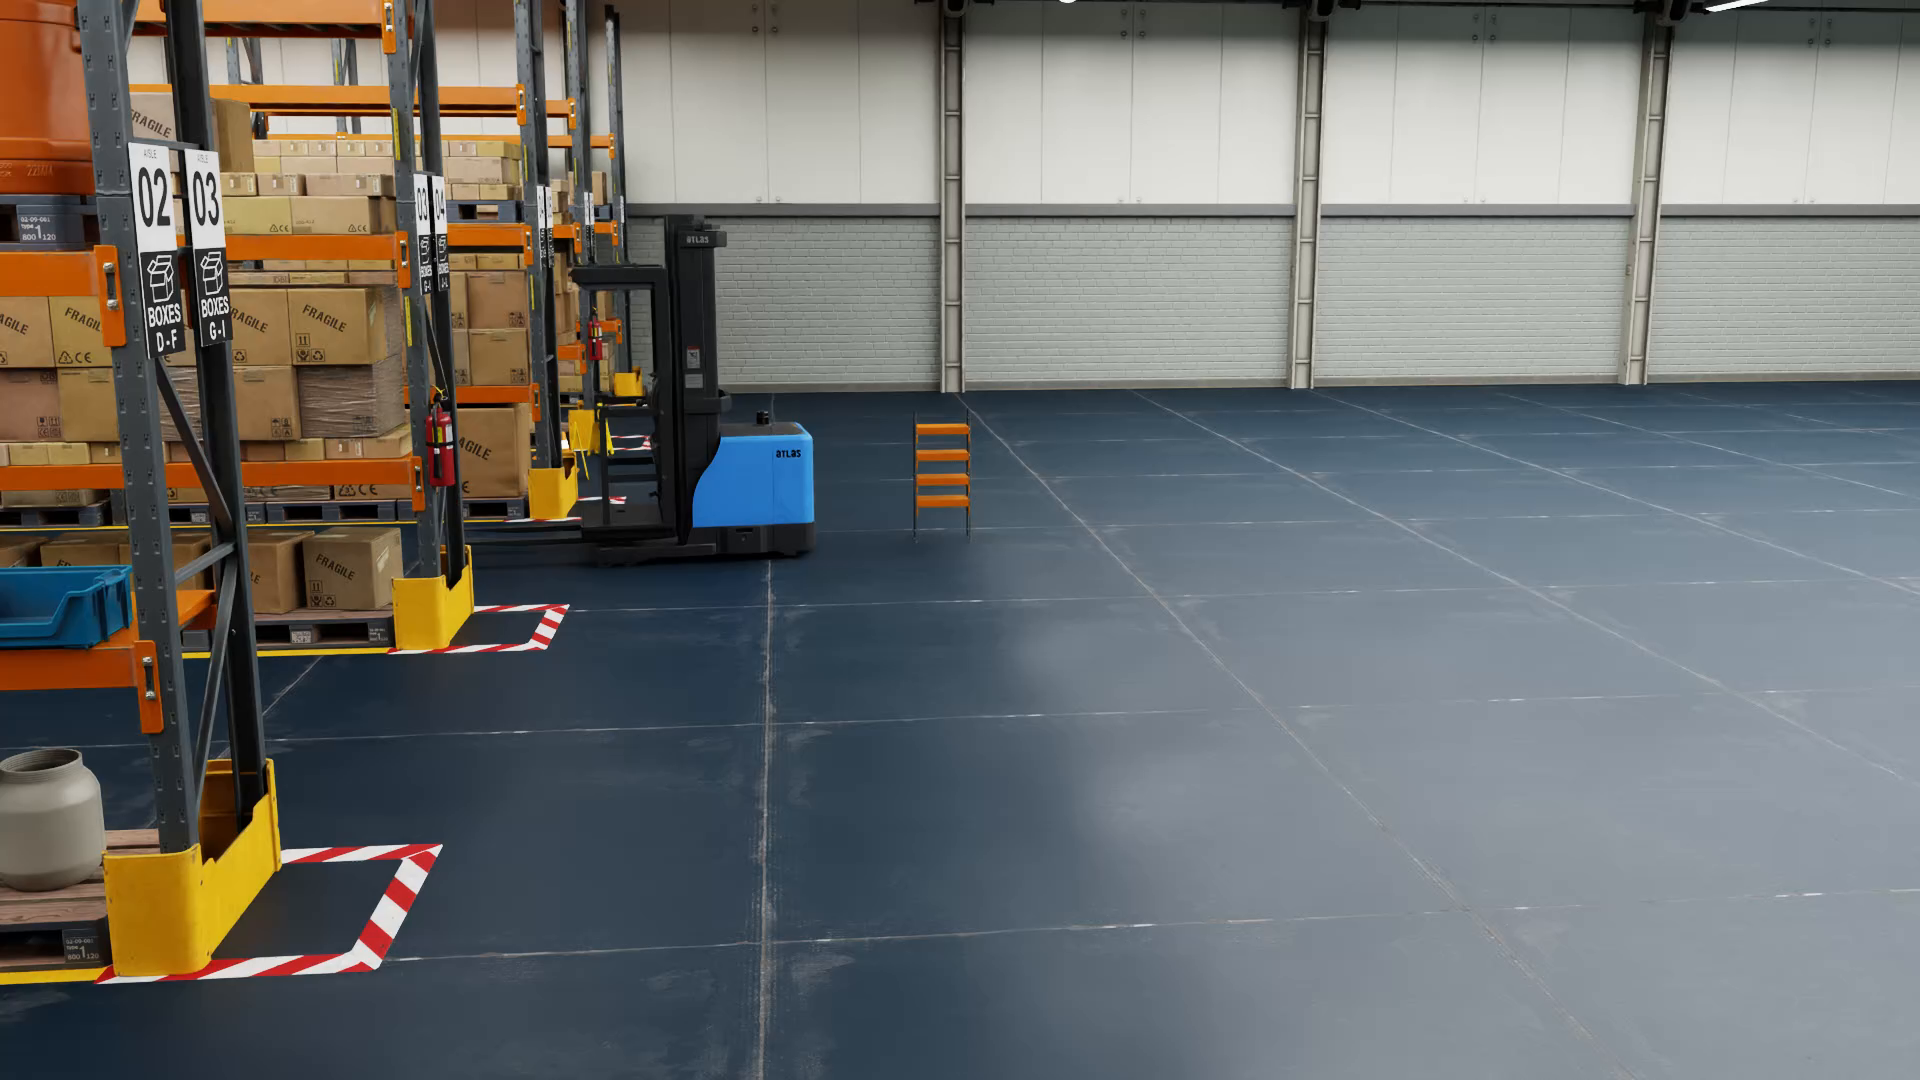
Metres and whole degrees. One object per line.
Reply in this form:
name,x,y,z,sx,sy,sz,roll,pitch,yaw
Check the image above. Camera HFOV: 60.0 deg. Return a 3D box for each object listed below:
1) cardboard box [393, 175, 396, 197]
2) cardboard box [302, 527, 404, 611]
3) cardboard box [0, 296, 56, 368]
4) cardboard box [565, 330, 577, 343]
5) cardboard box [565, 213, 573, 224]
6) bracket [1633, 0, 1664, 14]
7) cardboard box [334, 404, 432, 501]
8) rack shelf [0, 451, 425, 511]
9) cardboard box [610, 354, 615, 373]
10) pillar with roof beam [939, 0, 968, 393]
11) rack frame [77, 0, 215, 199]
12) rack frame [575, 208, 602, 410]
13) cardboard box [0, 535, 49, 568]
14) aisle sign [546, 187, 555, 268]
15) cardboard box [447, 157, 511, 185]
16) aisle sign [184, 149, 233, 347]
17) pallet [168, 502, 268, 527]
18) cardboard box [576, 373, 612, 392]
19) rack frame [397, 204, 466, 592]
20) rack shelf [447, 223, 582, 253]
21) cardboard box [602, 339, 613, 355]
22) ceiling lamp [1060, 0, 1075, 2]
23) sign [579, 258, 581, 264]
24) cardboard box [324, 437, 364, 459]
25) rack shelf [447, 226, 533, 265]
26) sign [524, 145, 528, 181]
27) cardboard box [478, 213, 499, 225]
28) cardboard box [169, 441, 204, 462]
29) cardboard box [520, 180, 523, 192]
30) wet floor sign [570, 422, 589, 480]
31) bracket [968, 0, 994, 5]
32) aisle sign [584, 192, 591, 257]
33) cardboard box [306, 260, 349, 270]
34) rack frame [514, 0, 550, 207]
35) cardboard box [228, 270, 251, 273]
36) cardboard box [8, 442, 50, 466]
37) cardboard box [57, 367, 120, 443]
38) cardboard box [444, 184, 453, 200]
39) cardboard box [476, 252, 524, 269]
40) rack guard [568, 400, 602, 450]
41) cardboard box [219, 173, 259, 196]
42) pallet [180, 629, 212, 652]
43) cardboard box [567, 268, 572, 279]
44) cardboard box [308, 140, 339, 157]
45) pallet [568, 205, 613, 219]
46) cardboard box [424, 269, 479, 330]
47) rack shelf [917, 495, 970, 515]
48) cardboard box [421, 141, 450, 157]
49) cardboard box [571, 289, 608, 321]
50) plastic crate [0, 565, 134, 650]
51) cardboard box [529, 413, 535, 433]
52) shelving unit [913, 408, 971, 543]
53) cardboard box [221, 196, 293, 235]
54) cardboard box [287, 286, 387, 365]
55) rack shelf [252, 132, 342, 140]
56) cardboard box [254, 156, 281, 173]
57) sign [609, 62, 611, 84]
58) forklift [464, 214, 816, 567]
cardboard box,-3.992,-2.463,11.584,0.250,0.149,0.380,-1,11,-6
cardboard box,-4.316,0.199,11.852,0.500,0.500,0.500,1,11,4
cardboard box,-6.201,-1.415,11.049,0.500,0.500,0.500,-1,11,-6
cardboard box,-5.124,-2.641,21.558,0.250,0.149,0.380,-1,11,-6
cardboard box,-5.128,-4.135,21.385,0.250,0.149,0.380,-1,11,-6
bracket,11.428,-8.850,27.606,0.430,0.232,0.235,-1,11,-6
cardboard box,-5.670,-0.902,16.483,0.875,0.875,0.875,-1,11,-7
rack shelf,-5.682,-0.436,11.559,4.000,0.370,1.077,-1,11,-6
cardboard box,-5.793,-2.816,26.539,0.500,0.250,0.500,-1,11,-5
pillar with roof beam,0.337,-6.085,22.873,0.548,9.000,9.100,-1,11,-6
rack frame,-3.158,-2.825,6.291,0.127,3.000,1.000,-1,11,-6
rack frame,-4.763,-2.731,21.368,0.127,3.000,1.000,-1,11,-6
cardboard box,-6.699,0.259,11.549,0.500,0.500,0.500,2,11,12
aisle sign,-4.090,-3.119,16.600,0.004,0.787,0.394,-1,11,-6
cardboard box,-4.585,-3.520,15.872,0.500,0.250,0.500,-1,11,-5
aisle sign,-3.118,-1.214,6.912,0.004,0.787,0.394,-1,11,-6
pallet,-7.341,-0.334,16.400,1.213,0.211,1.003,-1,11,-6
cardboard box,-5.736,-2.470,26.076,0.500,0.250,0.500,-1,11,-6
rack frame,-3.693,-0.831,11.701,0.127,3.000,1.000,-1,11,-6
rack shelf,-6.752,-3.809,20.936,4.000,0.370,1.077,-1,11,-6
cardboard box,-5.801,-3.057,26.472,0.500,0.250,0.500,-1,11,-7
ceiling lamp,1.852,-8.894,22.032,0.800,3.185,2.000,-1,11,-6
sign,-4.723,-3.348,20.682,0.005,0.325,0.100,-1,11,-6
cardboard box,-4.203,-0.657,11.468,0.250,0.149,0.380,-1,11,-6
rack shelf,-6.117,-2.861,16.118,4.000,0.370,1.077,-1,11,-6
sign,-4.084,-3.547,15.652,0.005,0.325,0.100,-1,11,-6
cardboard box,-5.859,-4.016,20.777,0.250,0.149,0.380,-1,11,-6
cardboard box,-5.195,-0.633,11.345,0.250,0.149,0.380,-1,11,-6
cardboard box,-5.328,-4.410,20.712,0.250,0.149,0.380,-1,11,-5
wet floor sign,-4.313,-1.009,18.712,0.232,0.644,0.267,-3,12,-16
bracket,0.323,-8.617,26.423,0.430,0.232,0.235,-1,11,-6
aisle sign,-4.671,-3.953,20.841,0.004,0.787,0.394,-1,11,-6
cardboard box,-7.769,-3.308,20.677,0.500,0.500,0.700,-1,11,-6
rack frame,-4.128,-4.728,15.971,0.127,3.000,1.000,-1,11,-6
cardboard box,-7.200,-2.339,16.185,0.550,0.550,0.875,-1,11,-6
cardboard box,-6.184,-0.602,11.187,0.250,0.149,0.380,-1,11,-6
cardboard box,-5.727,-0.976,11.409,0.500,0.500,0.875,-1,11,-6
cardboard box,-4.928,-3.305,15.815,0.250,0.149,0.380,-1,11,-5
cardboard box,-5.752,-3.355,20.920,0.500,0.500,0.700,-1,11,-6
rack guard,-4.839,-1.503,21.601,0.348,0.500,1.175,-1,11,-6
cardboard box,-4.714,-2.340,10.955,0.250,0.149,0.380,-1,11,-6
pallet,-5.790,0.574,11.784,1.213,0.211,1.003,-1,11,-6
cardboard box,-6.136,-4.127,25.755,0.250,0.149,0.380,-1,11,-5
cardboard box,-5.943,-3.675,15.630,0.250,0.149,0.380,-1,11,-6
pallet,-6.009,-5.102,25.879,1.213,0.211,1.003,-1,11,-6
cardboard box,-5.038,-2.358,16.282,0.550,0.550,0.875,-1,11,-6
rack shelf,-0.165,-0.324,15.168,0.480,0.148,0.258,-1,11,-6
cardboard box,-4.930,-3.697,15.739,0.250,0.149,0.380,-1,11,-5
cardboard box,-5.764,-3.672,25.892,0.500,0.500,0.500,-1,11,-7
plastic crate,-3.624,0.260,6.539,0.616,0.251,0.499,-1,11,-6
cardboard box,-5.562,-1.519,21.242,0.500,0.250,0.500,-1,11,-6
shelving unit,-0.165,-0.585,15.117,0.503,1.200,0.258,-1,11,-6
cardboard box,-4.641,-2.160,11.072,0.500,0.250,0.500,-1,11,-6
cardboard box,-4.213,-1.458,11.267,0.500,0.500,0.500,-1,11,-6
rack shelf,-11.268,-5.953,25.103,4.000,0.370,1.077,-1,11,-6
cardboard box,-6.586,-3.478,15.660,0.500,0.250,0.500,-1,11,-7
sign,-5.259,-7.020,25.002,0.005,0.325,0.100,-1,11,-6
forklift,-2.831,-1.319,14.362,3.031,2.935,1.130,-2,11,-12
